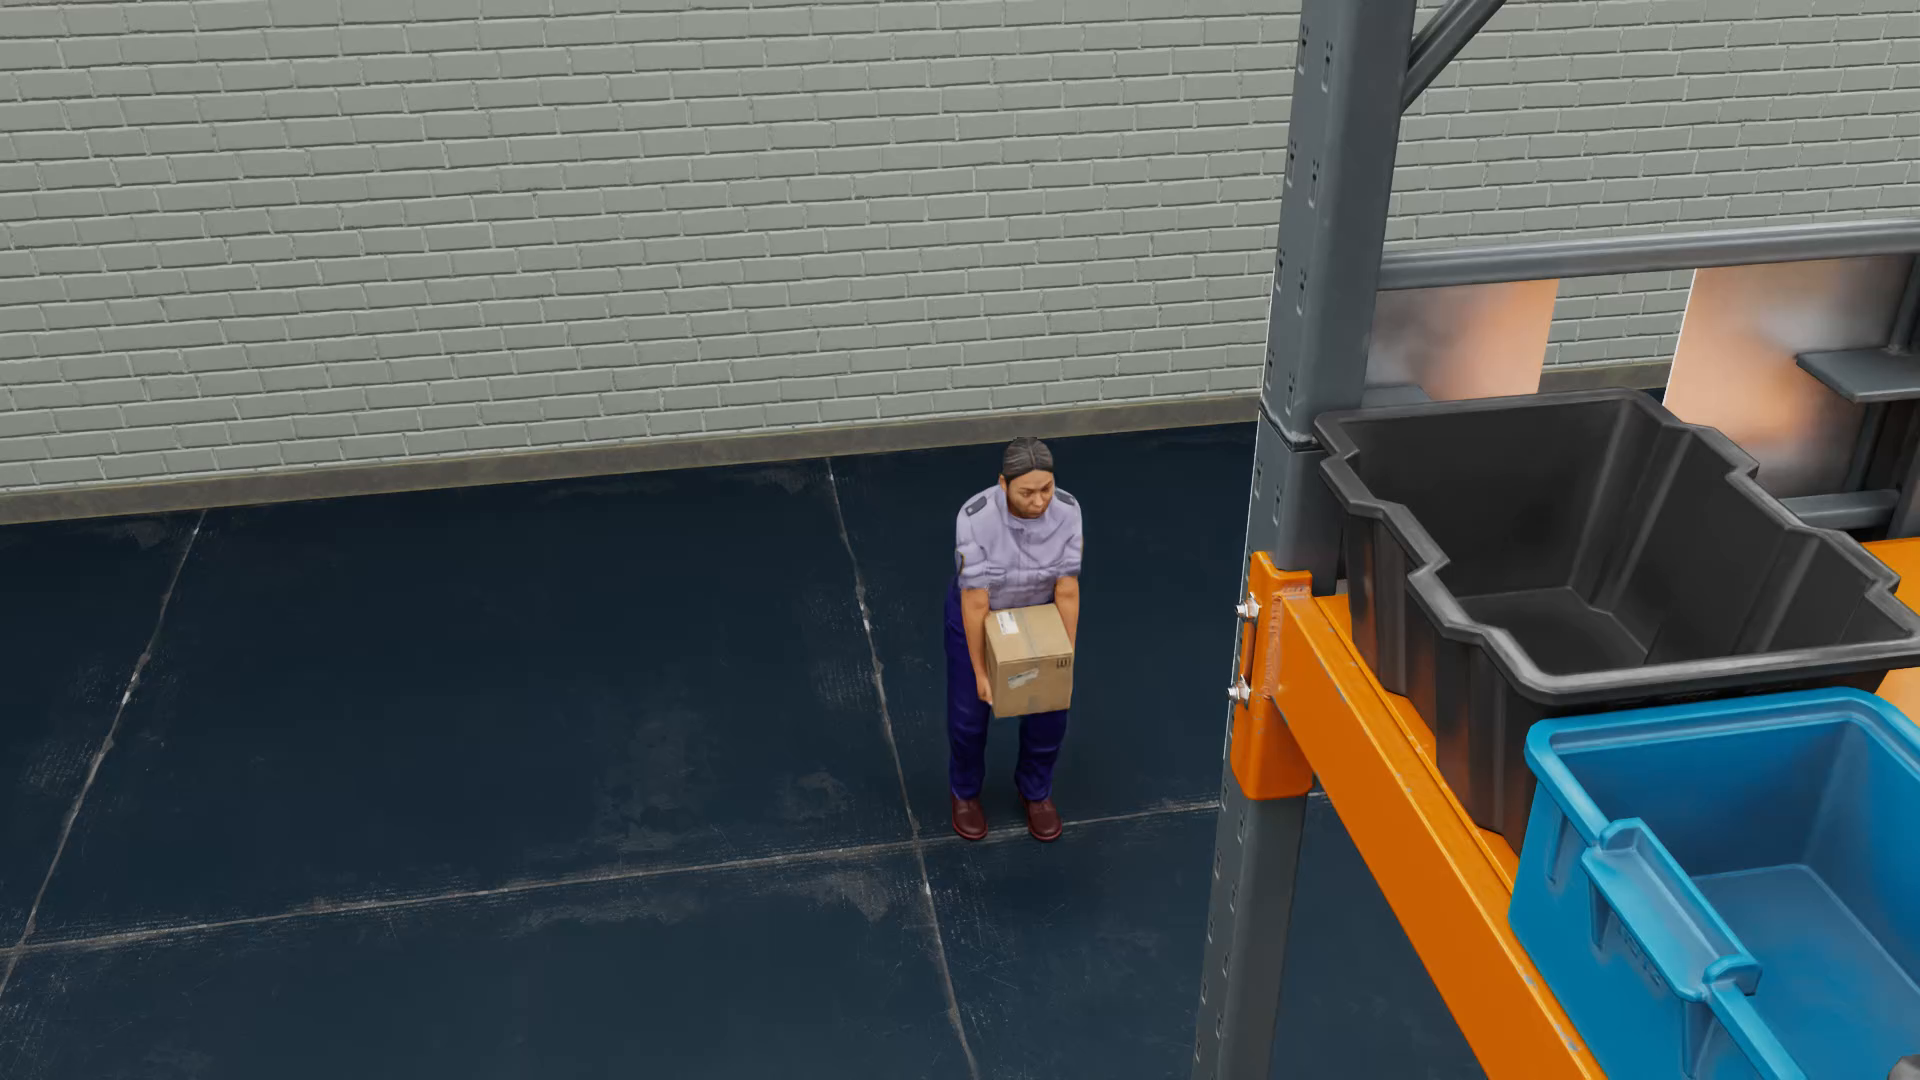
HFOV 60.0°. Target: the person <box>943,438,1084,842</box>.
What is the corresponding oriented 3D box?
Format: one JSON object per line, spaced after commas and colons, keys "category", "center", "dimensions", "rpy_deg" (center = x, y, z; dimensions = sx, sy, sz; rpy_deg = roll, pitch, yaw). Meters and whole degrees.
{"category": "person", "center": [0.179, 0.337, 5.631], "dimensions": [0.441, 1.609, 0.571], "rpy_deg": [-6, 31, -10]}
